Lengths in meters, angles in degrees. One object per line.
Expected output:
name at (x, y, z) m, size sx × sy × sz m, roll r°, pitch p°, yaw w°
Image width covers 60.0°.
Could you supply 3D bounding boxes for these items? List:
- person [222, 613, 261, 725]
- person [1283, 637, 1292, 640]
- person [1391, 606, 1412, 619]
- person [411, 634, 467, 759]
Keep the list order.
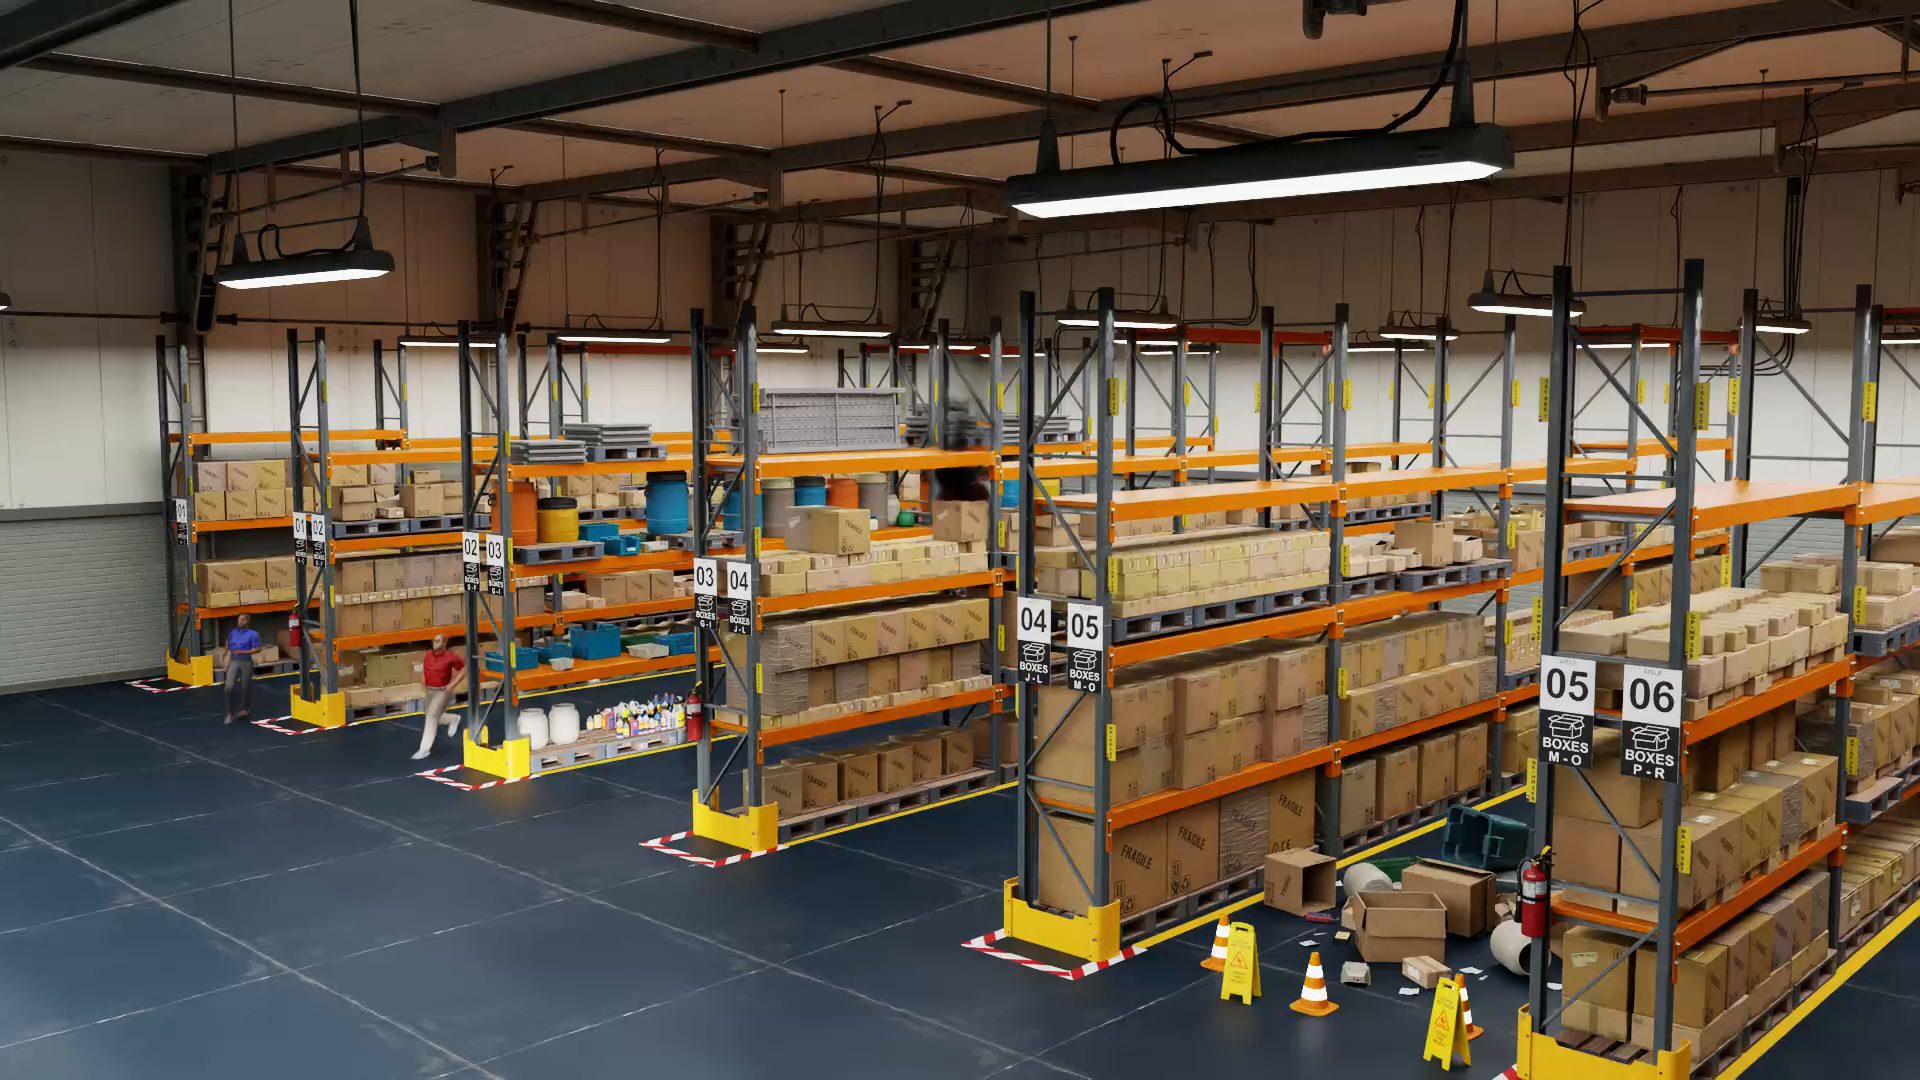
person at (-11.014, 1.971, 25.510) m, size 0.610 × 1.703 × 0.630 m, roll -1°, pitch 5°, yaw -9°
person at (4.675, 2.163, 23.775) m, size 0.537 × 1.573 × 0.656 m, roll 3°, pitch 6°, yaw 31°
person at (7.096, 1.800, 26.572) m, size 0.664 × 1.741 × 0.752 m, roll 4°, pitch 7°, yaw 37°
person at (-7.272, 2.170, 23.301) m, size 0.674 × 1.721 × 0.980 m, roll 3°, pitch 6°, yaw 26°
